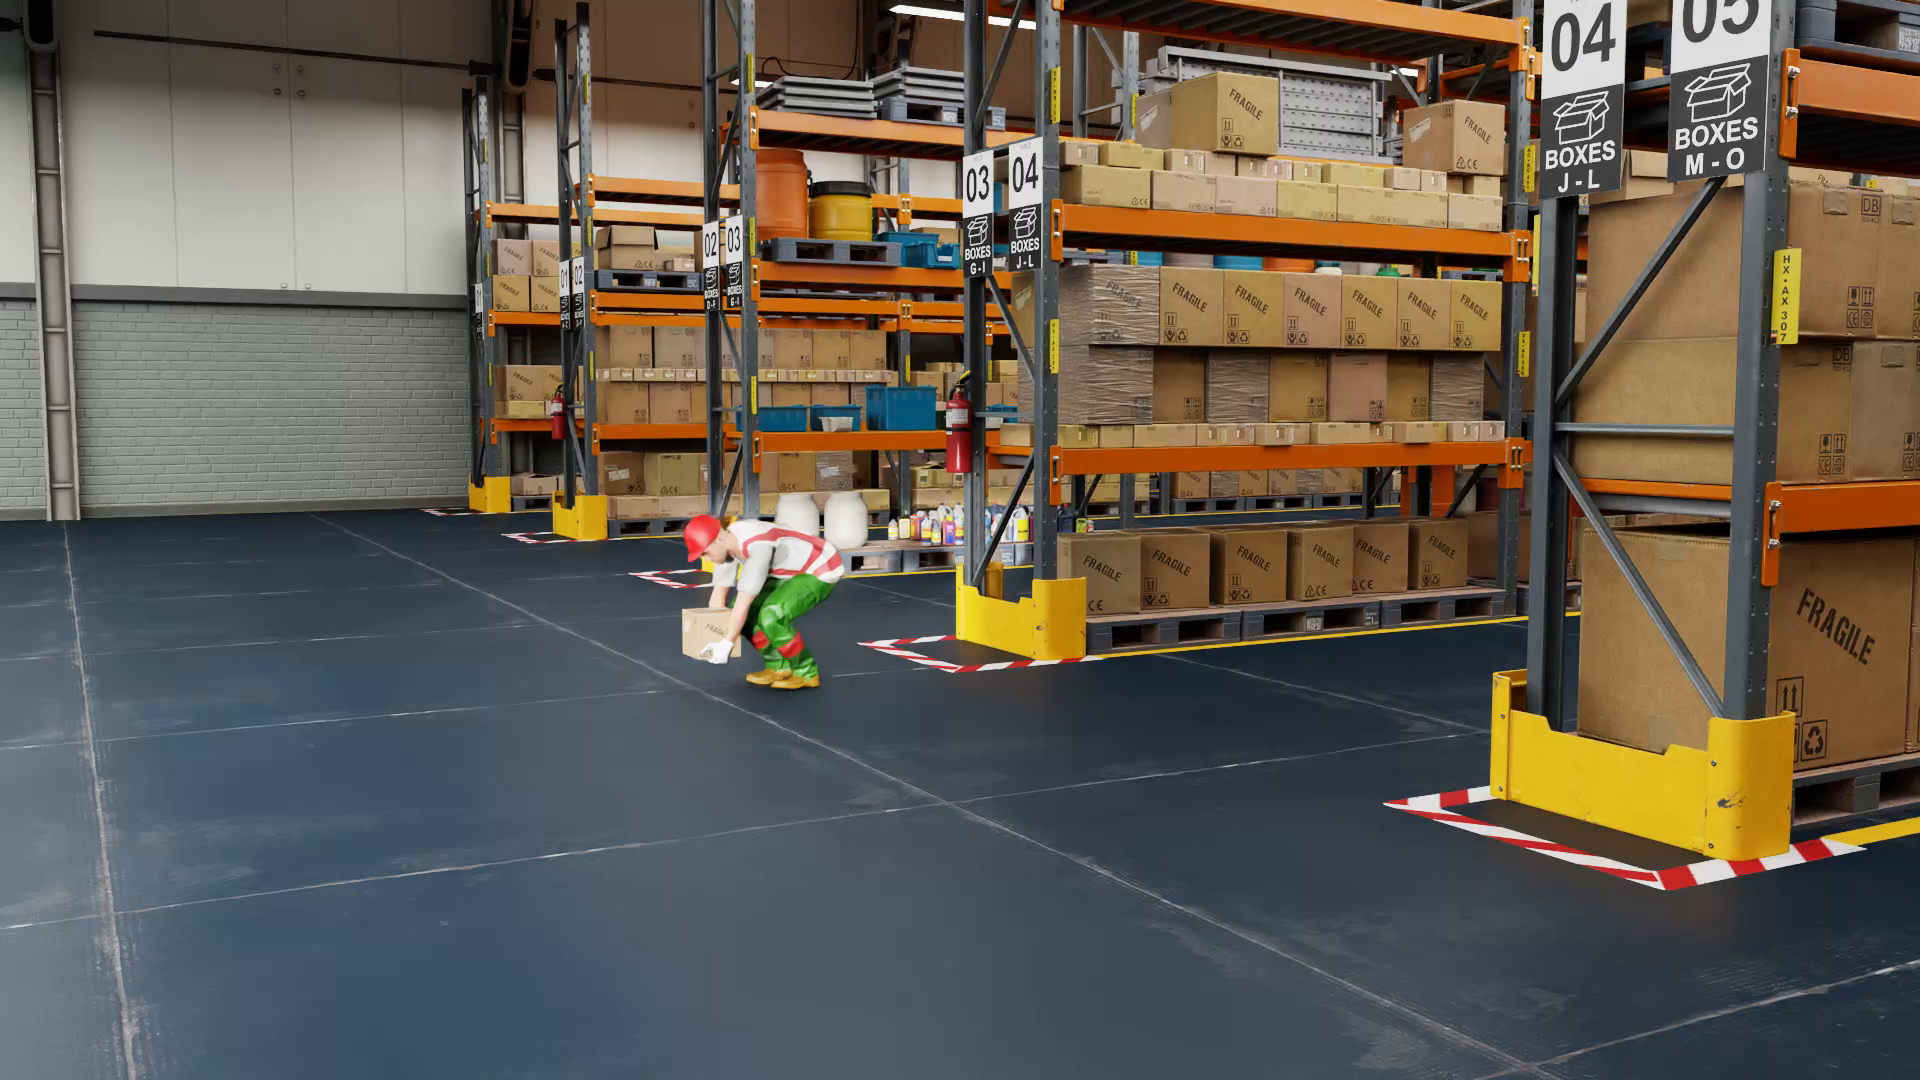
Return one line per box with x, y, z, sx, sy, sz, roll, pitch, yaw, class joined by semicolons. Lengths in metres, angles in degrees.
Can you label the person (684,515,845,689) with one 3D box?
-1.100;0.337;9.304;0.933;0.990;0.528;-3;6;-31;person
